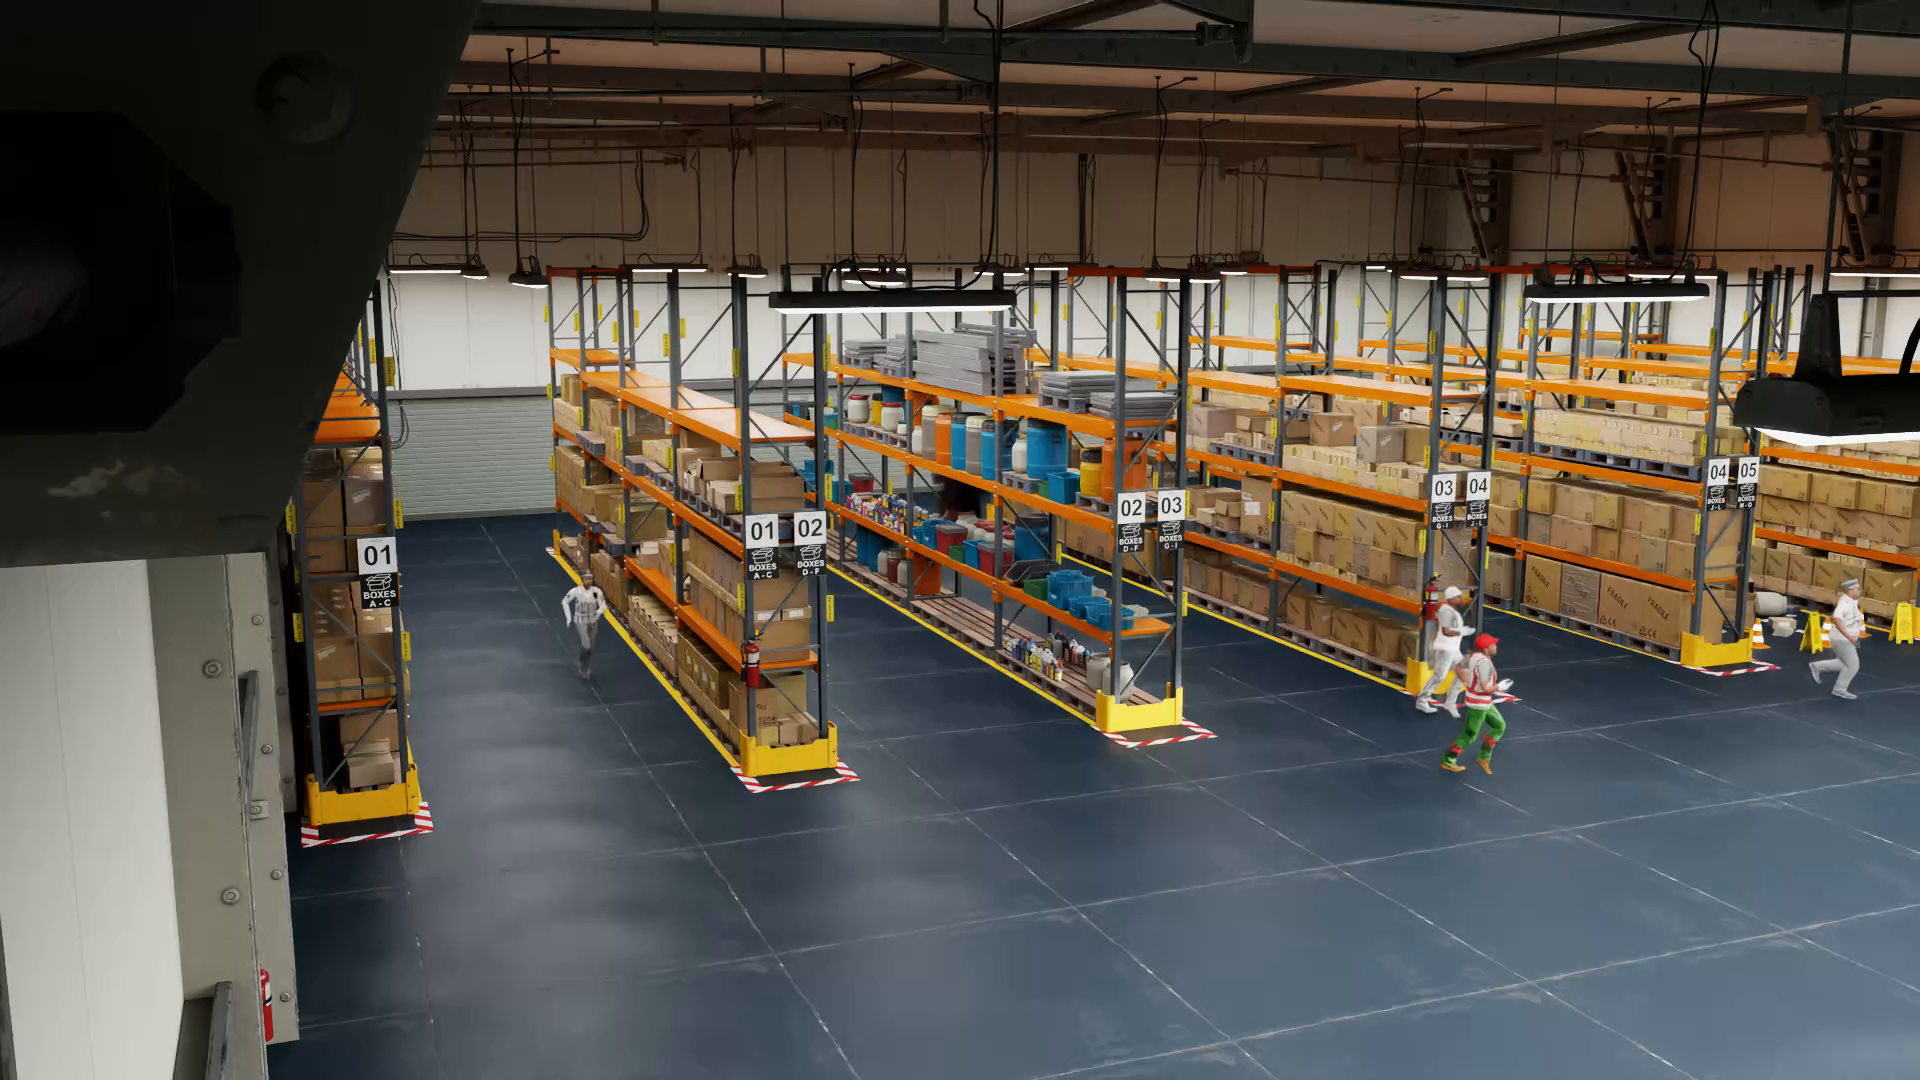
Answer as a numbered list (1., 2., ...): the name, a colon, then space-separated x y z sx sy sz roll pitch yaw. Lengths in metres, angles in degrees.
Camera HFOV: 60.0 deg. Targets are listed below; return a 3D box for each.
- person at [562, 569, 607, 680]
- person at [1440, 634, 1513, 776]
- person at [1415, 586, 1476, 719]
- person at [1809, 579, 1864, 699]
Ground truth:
1. person: -5.526 1.254 24.645 0.579 1.667 0.737 -6 12 -31
2. person: 6.236 2.009 20.051 0.782 1.802 0.635 2 10 13
3. person: 6.682 1.540 22.776 0.744 1.832 0.677 5 11 27
4. person: 12.558 1.390 23.781 0.646 1.732 0.646 6 11 30
